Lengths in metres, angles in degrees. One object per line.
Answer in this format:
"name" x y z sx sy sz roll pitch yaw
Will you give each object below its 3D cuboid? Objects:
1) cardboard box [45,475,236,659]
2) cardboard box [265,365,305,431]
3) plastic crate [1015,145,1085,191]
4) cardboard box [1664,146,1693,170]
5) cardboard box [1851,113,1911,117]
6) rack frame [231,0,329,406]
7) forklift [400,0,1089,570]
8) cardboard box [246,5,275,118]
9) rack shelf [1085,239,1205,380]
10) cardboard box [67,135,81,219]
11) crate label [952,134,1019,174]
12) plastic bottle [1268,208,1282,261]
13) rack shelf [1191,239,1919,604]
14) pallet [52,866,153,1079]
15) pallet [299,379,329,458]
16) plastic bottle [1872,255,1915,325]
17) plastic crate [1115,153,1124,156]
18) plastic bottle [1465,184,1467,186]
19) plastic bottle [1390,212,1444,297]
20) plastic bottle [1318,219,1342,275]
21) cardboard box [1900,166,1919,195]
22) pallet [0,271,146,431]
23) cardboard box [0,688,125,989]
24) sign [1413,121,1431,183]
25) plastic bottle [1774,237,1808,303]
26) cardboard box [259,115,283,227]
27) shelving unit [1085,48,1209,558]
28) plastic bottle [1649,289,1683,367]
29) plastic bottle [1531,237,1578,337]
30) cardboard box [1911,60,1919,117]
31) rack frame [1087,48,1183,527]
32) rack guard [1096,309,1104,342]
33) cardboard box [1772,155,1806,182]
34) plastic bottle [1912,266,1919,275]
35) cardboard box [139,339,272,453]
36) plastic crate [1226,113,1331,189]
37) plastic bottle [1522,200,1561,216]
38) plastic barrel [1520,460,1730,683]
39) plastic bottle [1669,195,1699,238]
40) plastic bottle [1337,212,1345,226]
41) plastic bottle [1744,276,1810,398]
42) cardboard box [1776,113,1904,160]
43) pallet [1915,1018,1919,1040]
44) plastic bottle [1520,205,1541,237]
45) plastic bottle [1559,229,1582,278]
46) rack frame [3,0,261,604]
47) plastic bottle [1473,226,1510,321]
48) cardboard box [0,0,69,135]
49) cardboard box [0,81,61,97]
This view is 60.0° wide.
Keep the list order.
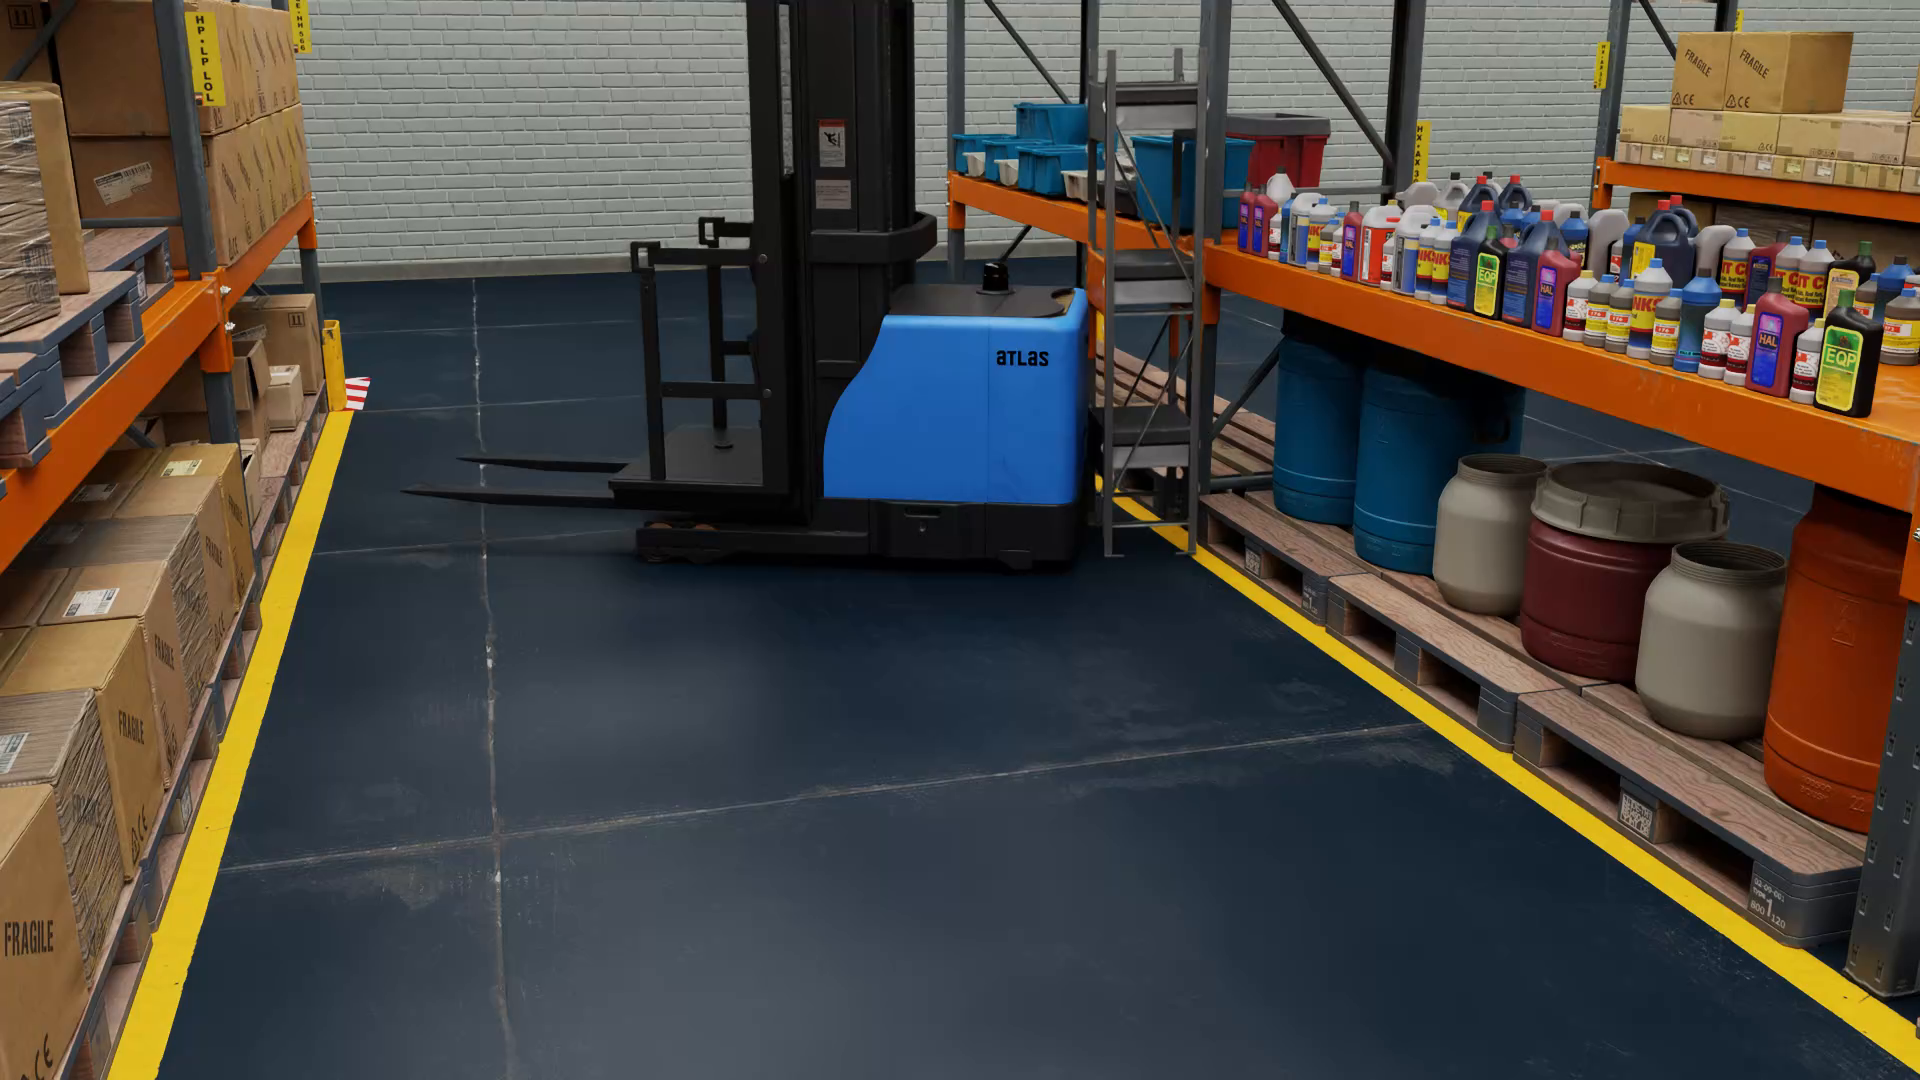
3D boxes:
"cardboard box" -2.713 0.105 5.470 0.500 0.500 0.500 -5 17 -15
"cardboard box" -3.733 -0.737 8.707 0.500 0.250 0.500 -5 17 -15
"plastic crate" 0.526 -2.120 9.483 0.416 0.233 0.300 -5 17 -15
"cardboard box" 5.098 -2.635 11.448 0.380 0.149 0.250 -5 17 -17
"cardboard box" 5.989 -2.554 10.485 0.500 0.250 0.500 -5 17 -15
"rack frame" -4.351 -2.239 9.693 1.000 3.000 0.127 -5 17 -15
"forklift" -0.953 -1.448 7.179 3.031 2.935 1.130 2 17 7
"cardboard box" -3.537 -2.240 7.784 0.500 0.500 0.500 -4 17 -14
"rack shelf" 0.783 -0.993 7.115 0.431 0.518 0.480 -2 17 -4
"cardboard box" -3.636 -1.299 6.388 0.500 0.500 0.500 -4 17 -14
"crate label" 0.164 -2.484 10.695 0.416 0.233 0.303 -5 17 -15
"plastic bottle" 1.288 -1.226 6.665 0.097 0.201 0.097 0 17 0
"rack shelf" 2.061 -0.626 5.572 1.077 0.370 4.000 -5 17 -15
"pallet" -2.322 1.099 3.425 1.003 0.211 1.213 -5 17 -15
"pallet" -4.110 -0.662 9.291 1.003 0.211 1.213 -5 17 -15
"plastic bottle" 2.612 -0.658 4.653 0.097 0.271 0.097 0 17 0
"plastic crate" 0.811 -2.321 10.320 0.396 0.136 0.243 -5 17 -15
"plastic bottle" 2.038 -1.324 6.848 0.061 0.283 0.133 -5 17 -15
"plastic bottle" 1.591 -0.986 5.735 0.152 0.276 0.135 -5 17 -15
"plastic bottle" 1.405 -1.108 6.272 0.097 0.201 0.097 0 17 0
"cardboard box" 5.663 -2.067 9.555 0.380 0.149 0.250 -4 17 -14
"pallet" -2.692 -0.472 4.144 1.003 0.211 1.213 -5 17 -15
"cardboard box" -2.152 0.667 3.598 0.500 0.500 0.500 -5 18 -17
"sign" 2.041 -1.699 7.413 0.100 0.325 0.005 -5 17 -15
"plastic bottle" 2.543 -0.791 5.094 0.097 0.271 0.097 0 17 0
"cardboard box" -3.550 -1.764 7.936 0.500 0.500 0.500 -5 17 -16
"shelving unit" 0.782 -1.006 7.111 0.431 2.100 0.503 -2 17 -4
"plastic bottle" 1.932 -0.578 4.508 0.097 0.201 0.097 0 17 0
"plastic bottle" 1.775 -0.756 4.956 0.061 0.283 0.133 -5 17 -15
"cardboard box" 6.113 -2.778 9.927 0.500 0.500 0.500 -5 18 -17
"rack frame" 0.764 -1.075 7.344 0.400 2.100 0.015 -2 17 -4
"rack guard" 0.393 -1.439 11.372 1.175 0.500 0.348 -5 17 -15
"cardboard box" 5.379 -2.352 10.504 0.380 0.149 0.250 -5 17 -17
"plastic bottle" 2.683 -0.675 4.689 0.061 0.283 0.133 -5 17 -15
"cardboard box" -3.773 -0.667 8.035 0.797 0.503 0.637 -5 17 -15
"plastic crate" 1.507 -1.850 8.181 0.402 0.464 0.583 -5 17 -15
"plastic bottle" 2.170 -1.140 6.249 0.152 0.276 0.135 -5 17 -15
"plastic barrel" 2.150 0.090 5.399 0.600 0.588 0.708 -5 17 -15
"plastic bottle" 2.382 -0.967 5.543 0.144 0.351 0.185 -5 17 -15
"plastic bottle" 1.488 -1.184 6.525 0.097 0.201 0.097 0 17 0
"plastic bottle" 2.026 -0.503 4.116 0.061 0.283 0.133 -5 17 -15
"cardboard box" 5.479 -2.512 10.343 0.500 0.250 0.500 -5 17 -16
"pallet" 2.787 1.136 3.304 1.003 0.211 1.213 -5 17 -15
"plastic bottle" 2.092 -1.086 6.076 0.097 0.271 0.097 0 17 0
"plastic bottle" 1.863 -0.818 5.165 0.061 0.283 0.133 -5 17 -15
"rack frame" -3.252 -1.133 6.010 1.000 3.000 0.127 -5 17 -15
"plastic bottle" 1.688 -0.844 5.249 0.061 0.283 0.133 -5 17 -15
"cardboard box" -3.640 -1.779 6.249 0.500 0.500 0.500 -5 17 -15
"cardboard box" -3.337 -1.233 5.440 0.700 0.500 0.500 -12 20 -34
